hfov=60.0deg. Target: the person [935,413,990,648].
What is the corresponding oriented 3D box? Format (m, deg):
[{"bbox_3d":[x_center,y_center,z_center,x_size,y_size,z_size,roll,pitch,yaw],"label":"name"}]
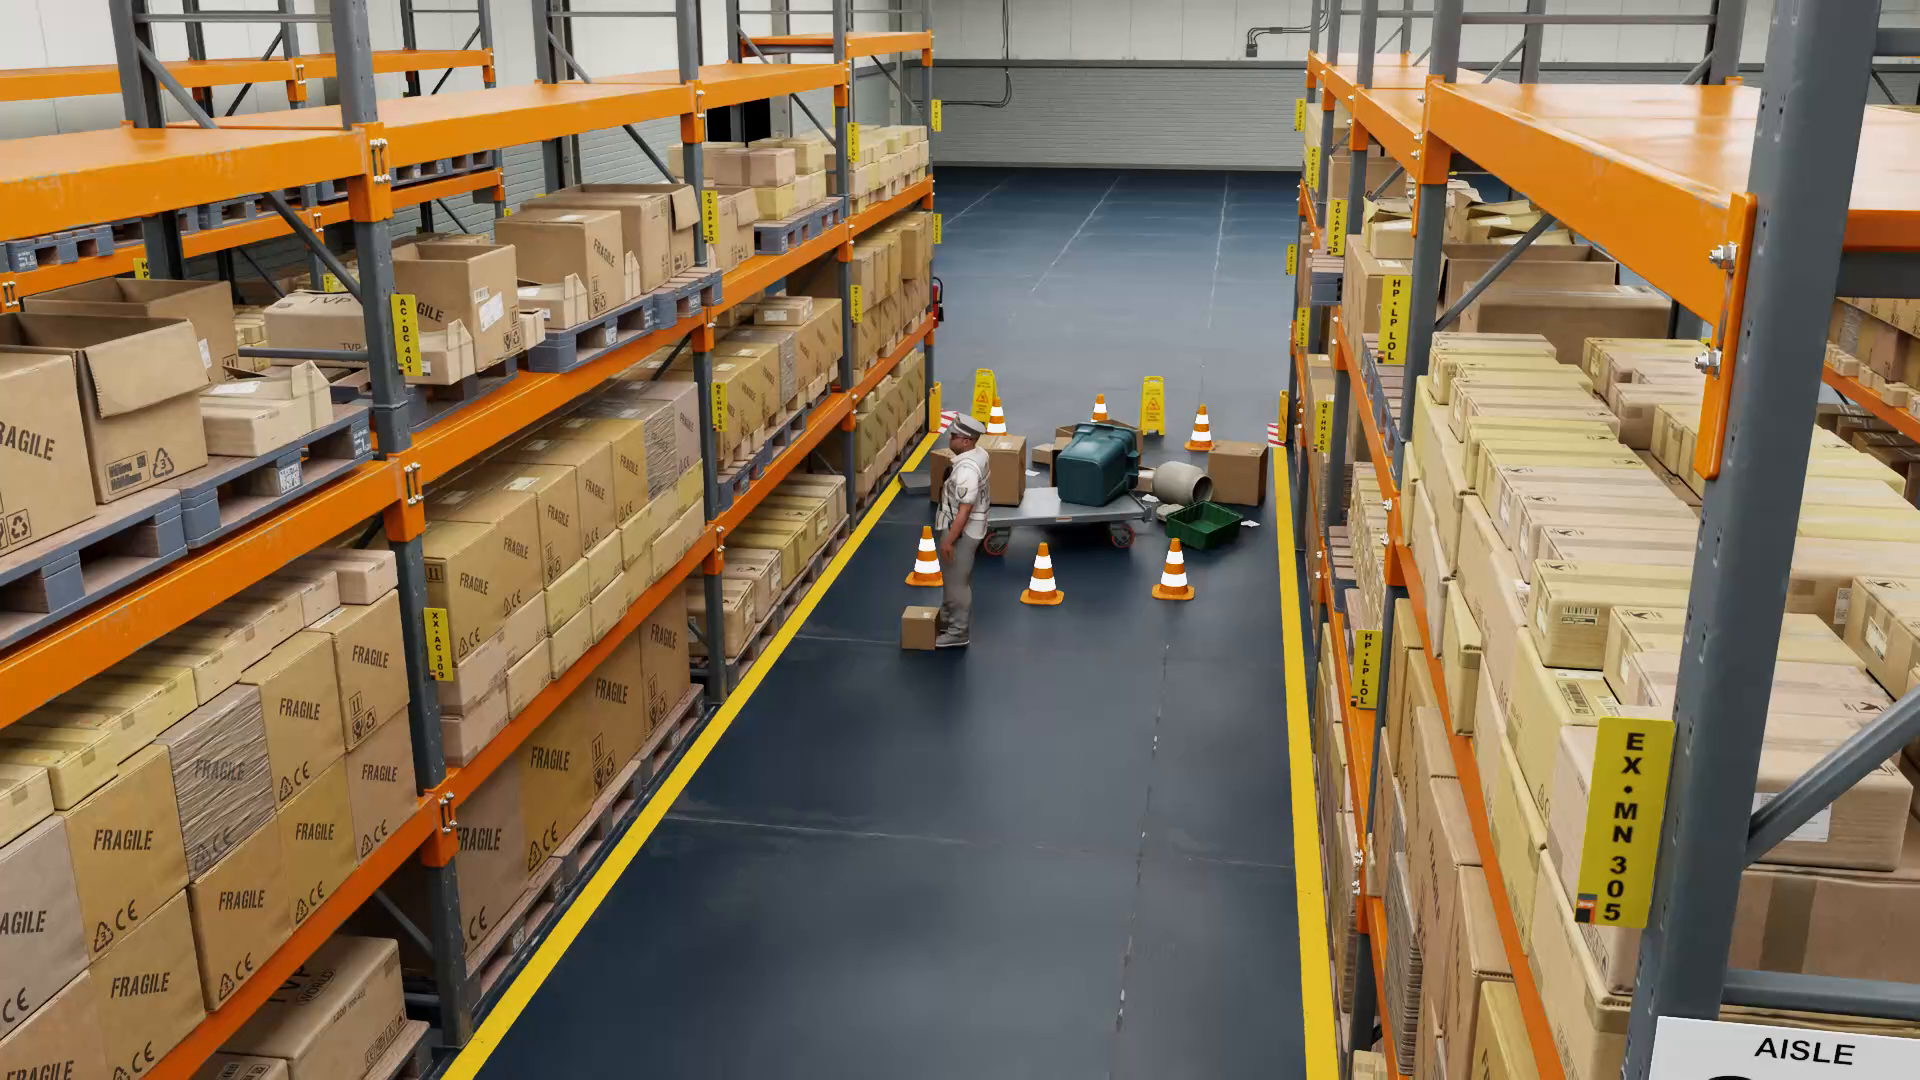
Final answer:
[{"bbox_3d":[-0.074,-0.076,12.204,0.575,1.779,0.640,3,18,9],"label":"person"}]
